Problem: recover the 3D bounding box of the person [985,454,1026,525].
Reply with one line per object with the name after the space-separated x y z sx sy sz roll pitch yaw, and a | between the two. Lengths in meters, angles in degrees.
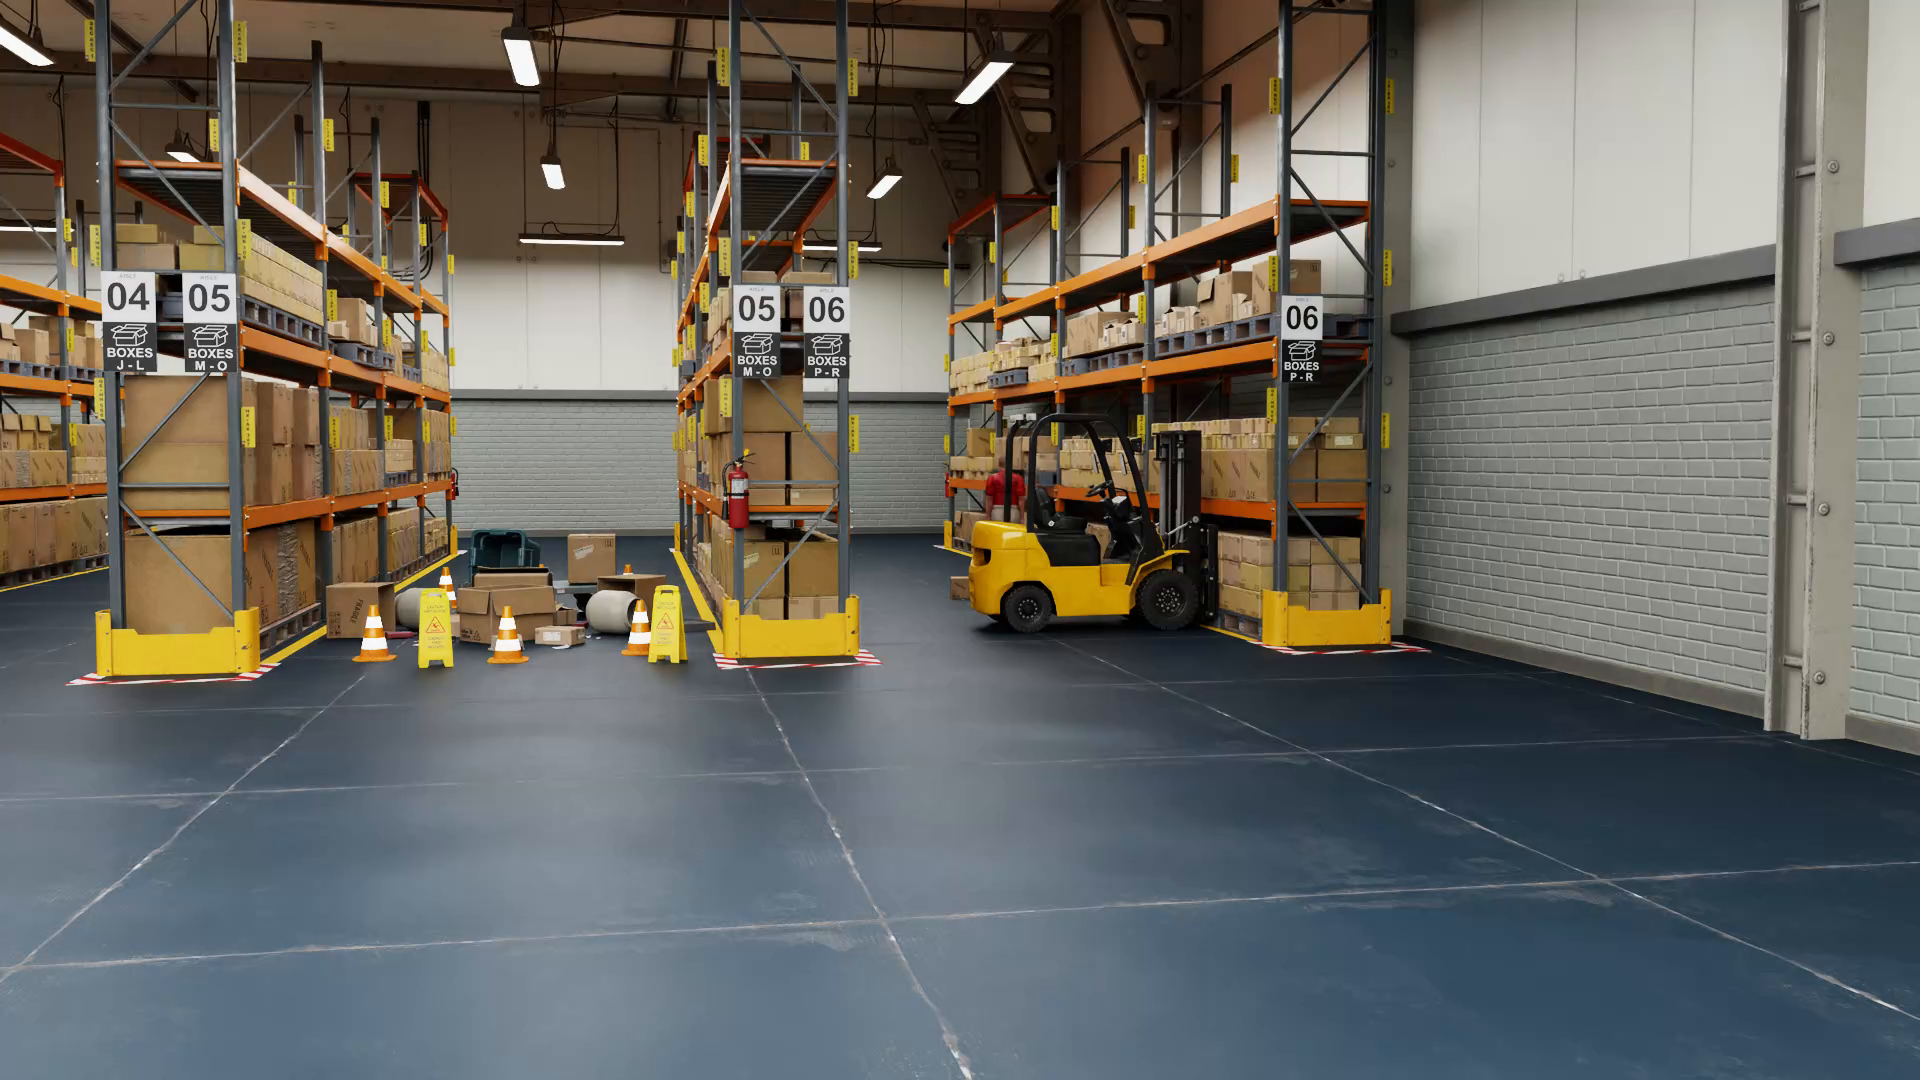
0.605 -0.265 21.890 0.532 1.726 0.380 0 3 5 | person
